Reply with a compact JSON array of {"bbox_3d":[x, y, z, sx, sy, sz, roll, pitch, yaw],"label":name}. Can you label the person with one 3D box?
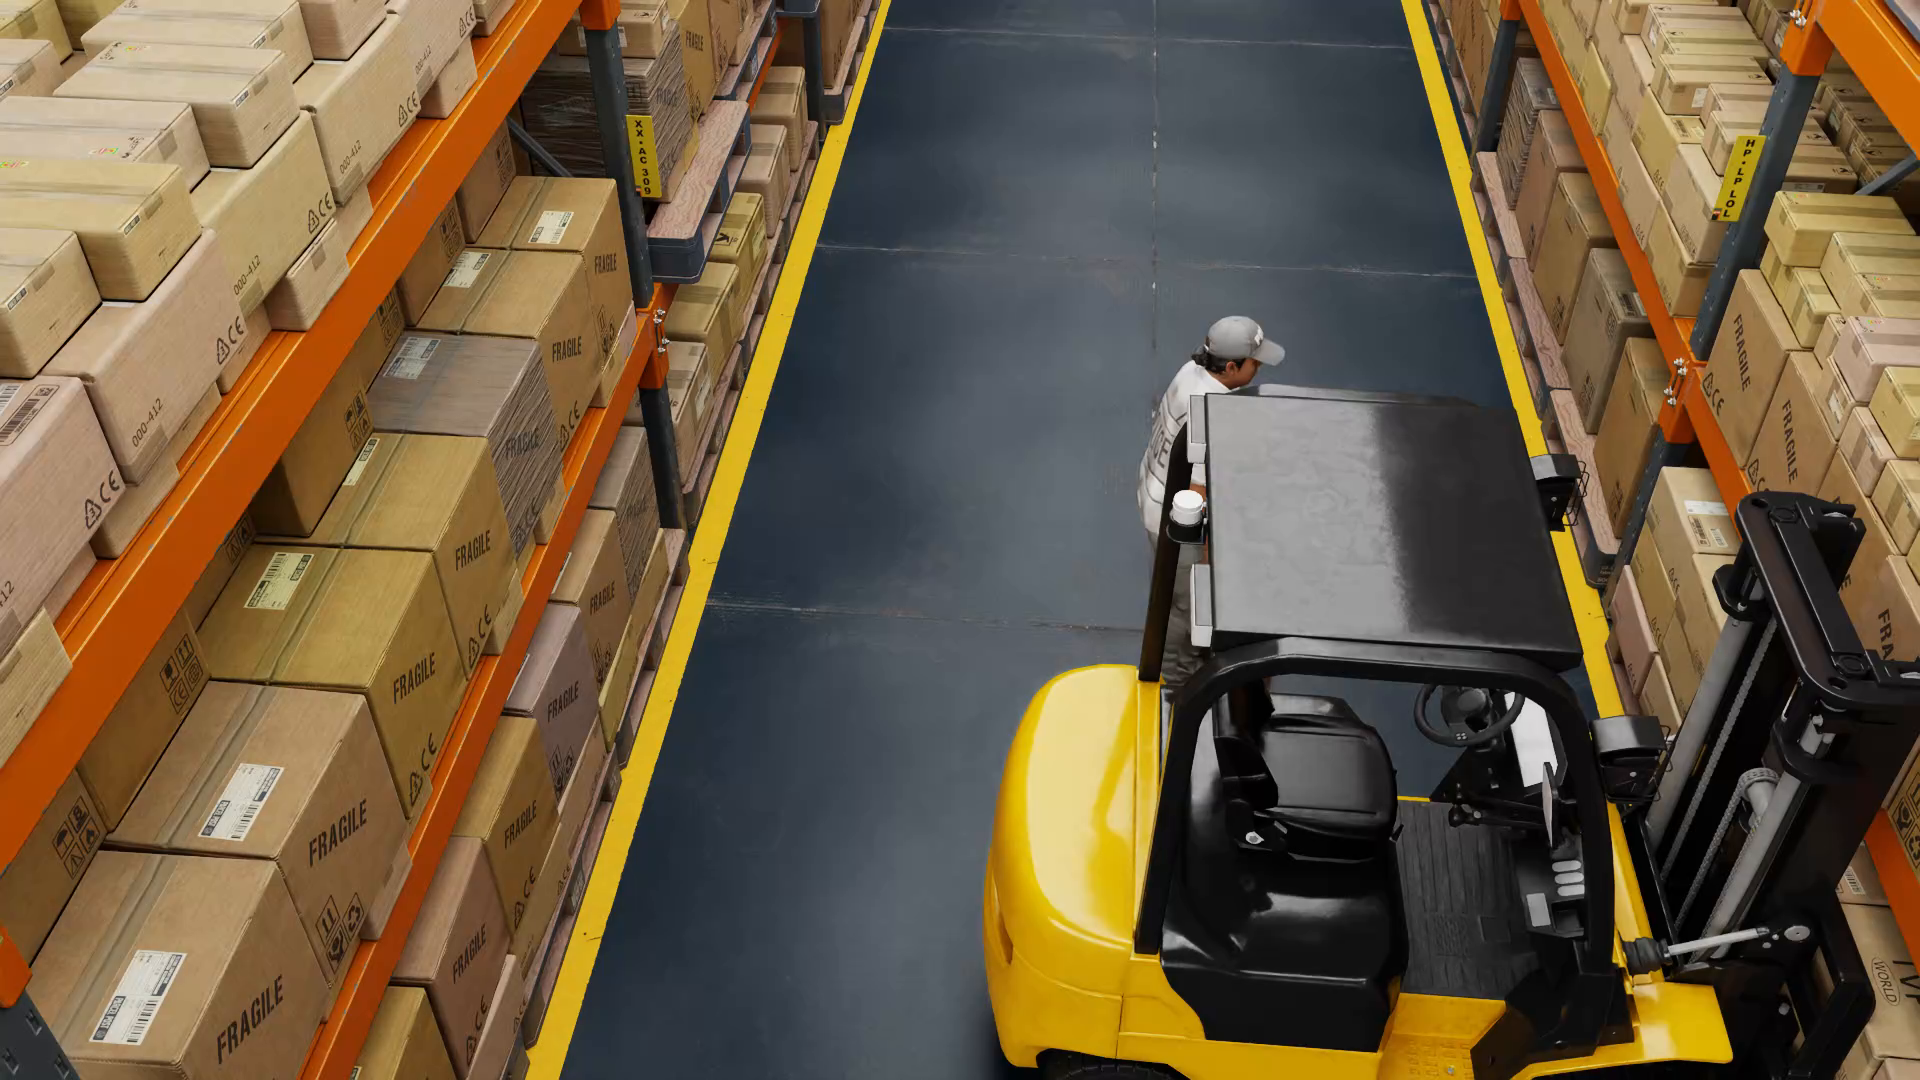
[{"bbox_3d":[0.874,-0.101,6.282,0.399,1.652,0.564,1,40,1],"label":"person"}]
